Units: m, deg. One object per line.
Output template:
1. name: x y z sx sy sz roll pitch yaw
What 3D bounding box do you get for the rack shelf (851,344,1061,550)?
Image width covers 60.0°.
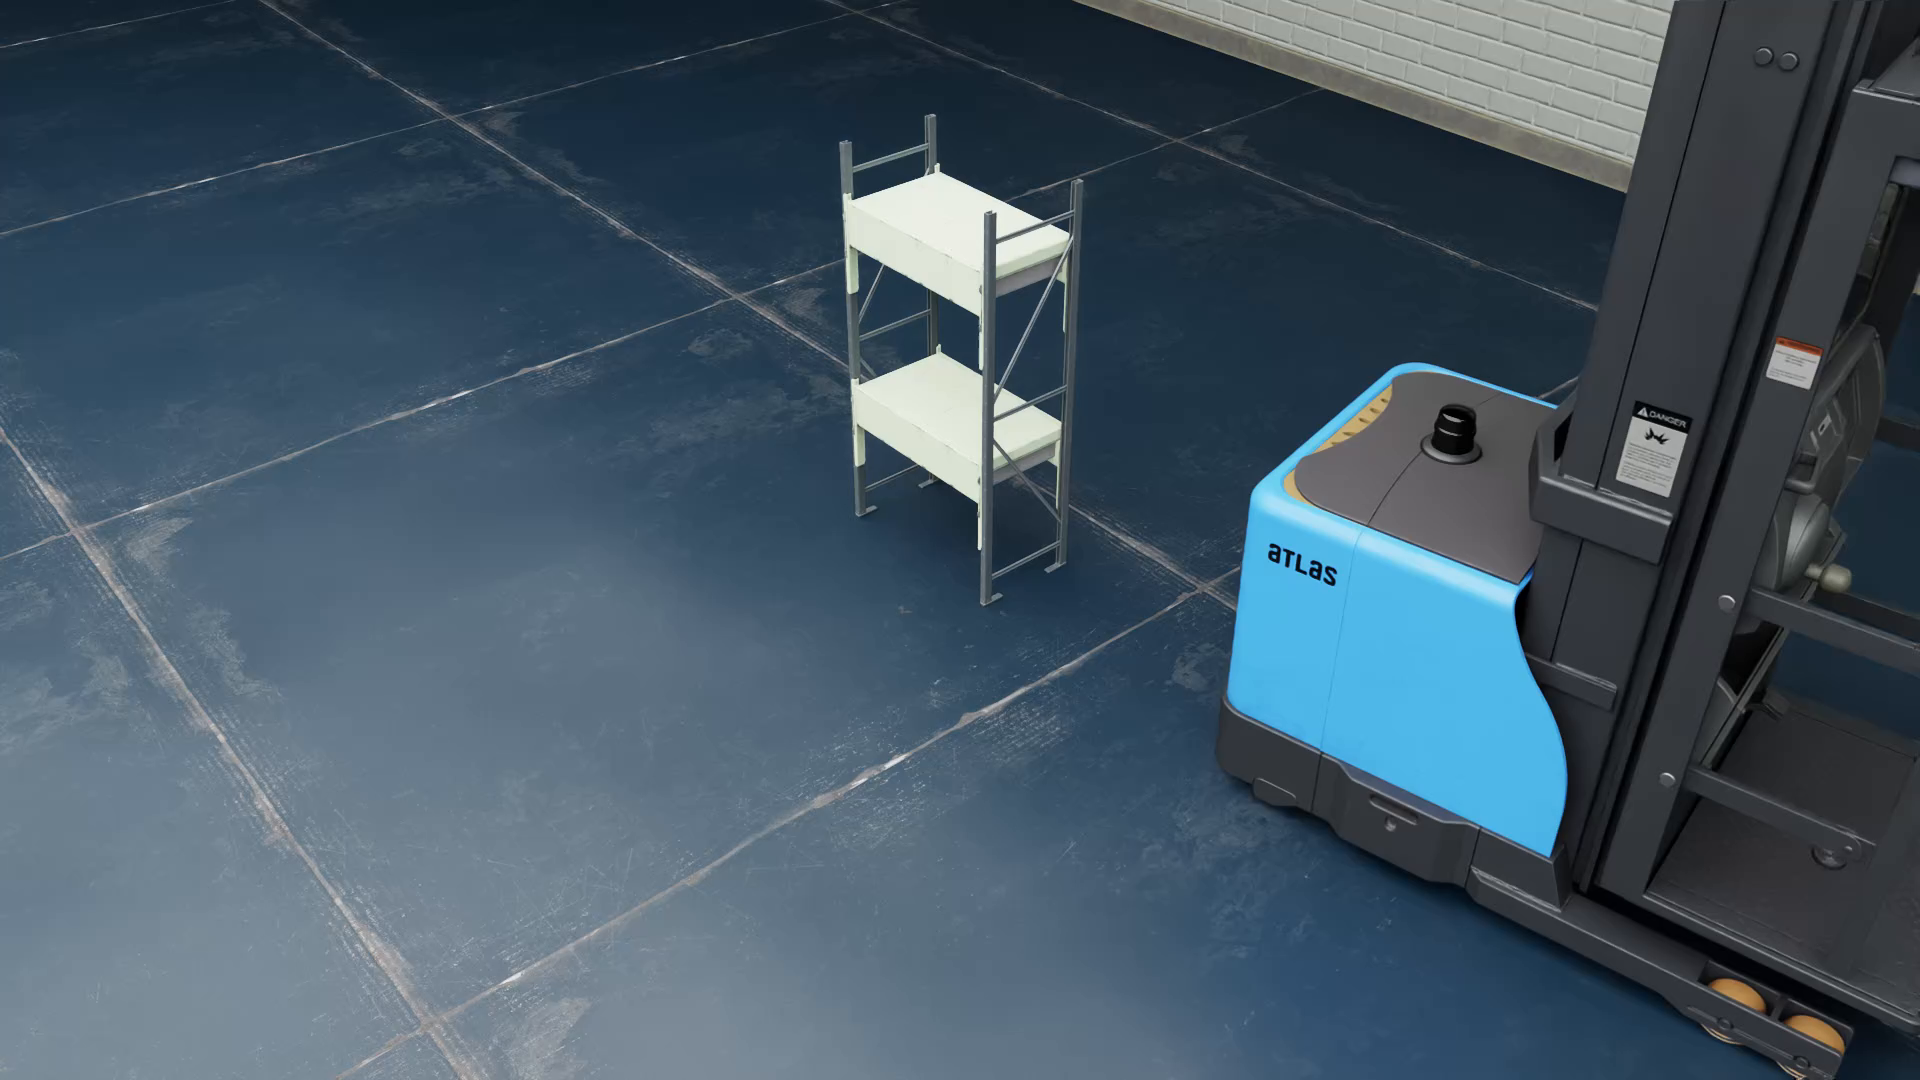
1. rack shelf: -0.004 -0.349 6.009 0.431 0.370 0.720 -26 43 -32

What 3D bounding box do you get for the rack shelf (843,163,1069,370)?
1. rack shelf: -0.004 -0.933 5.595 0.431 0.370 0.720 -26 43 -32

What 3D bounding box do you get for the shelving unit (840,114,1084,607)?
1. shelving unit: -0.004 -0.615 5.821 0.431 1.500 0.755 -26 43 -32

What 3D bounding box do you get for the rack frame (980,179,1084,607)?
1. rack frame: 0.232 -0.453 5.593 0.400 1.500 0.023 -26 43 -32

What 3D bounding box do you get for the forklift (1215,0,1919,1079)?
1. forklift: 2.266 -0.153 3.930 3.031 2.935 1.130 24 42 30

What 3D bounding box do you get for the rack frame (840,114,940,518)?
1. rack frame: -0.241 -0.777 6.049 0.400 1.500 0.023 -26 43 -32
